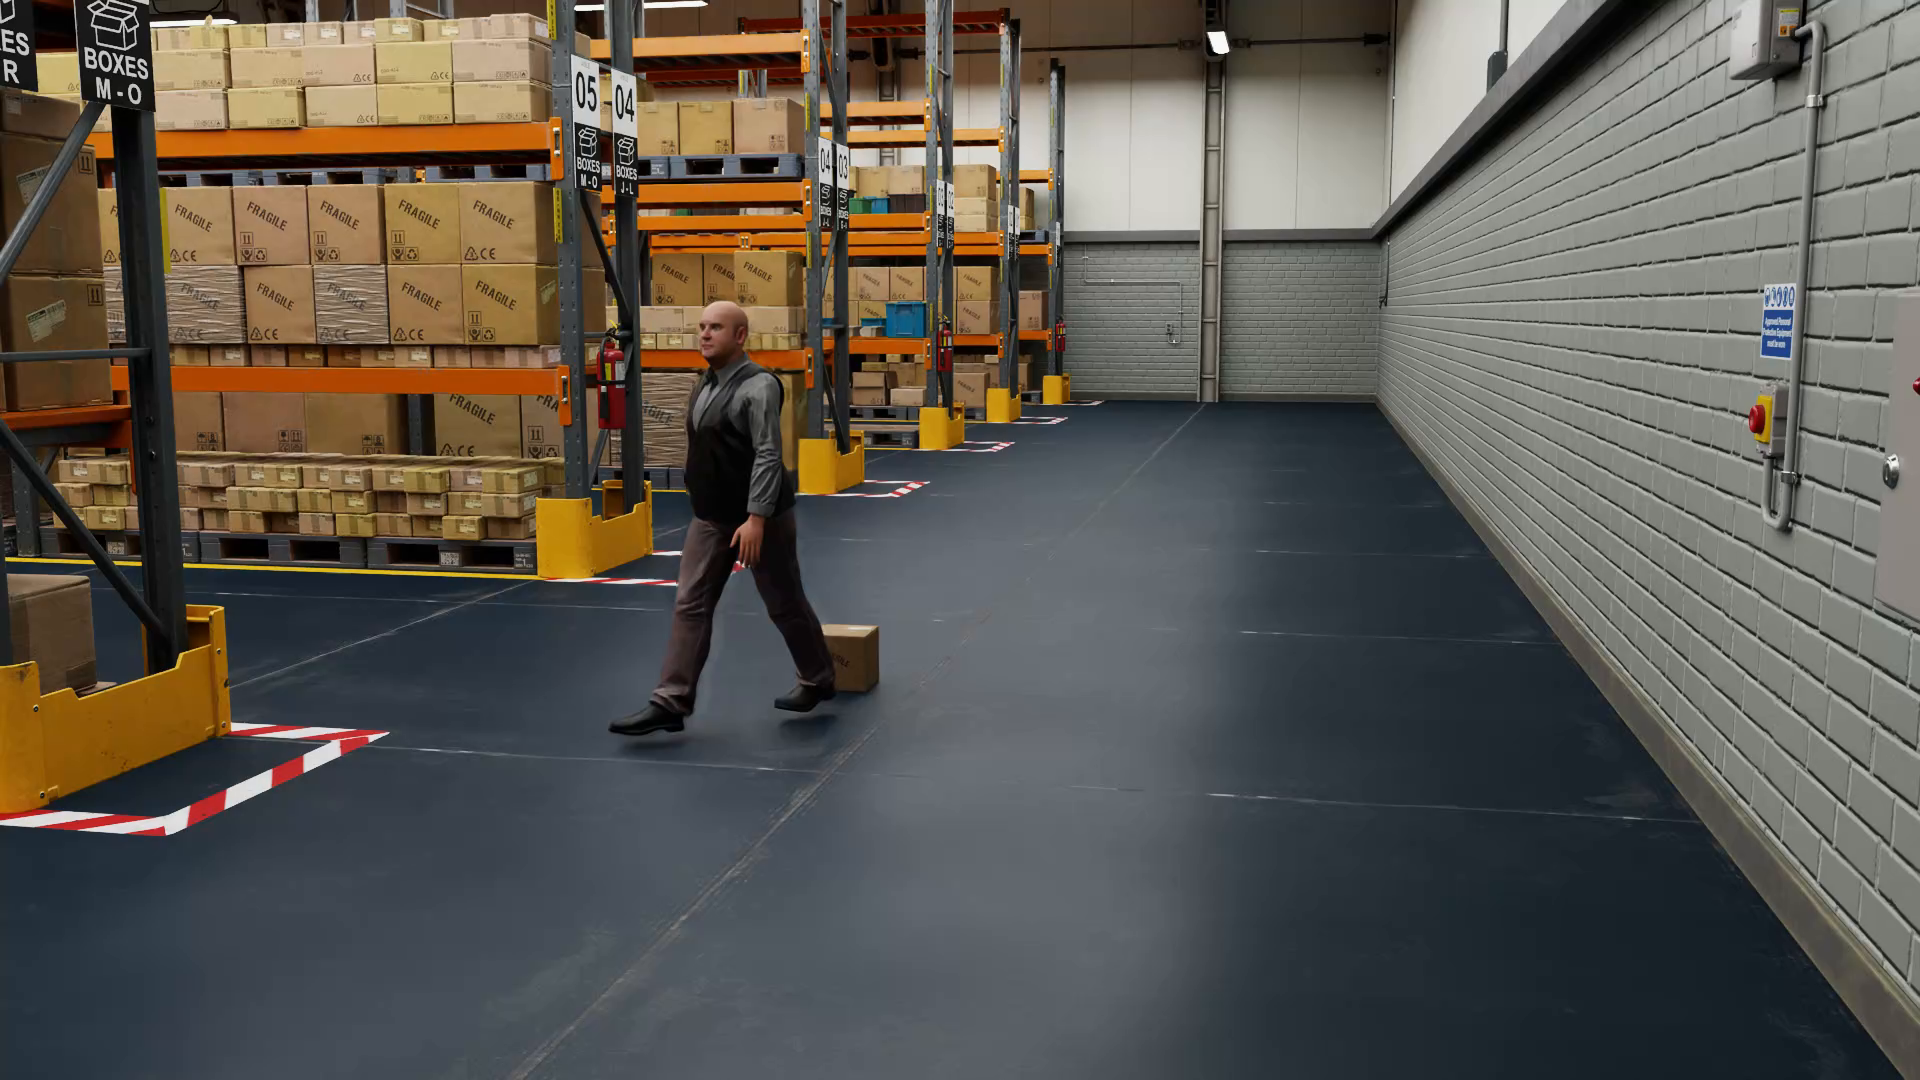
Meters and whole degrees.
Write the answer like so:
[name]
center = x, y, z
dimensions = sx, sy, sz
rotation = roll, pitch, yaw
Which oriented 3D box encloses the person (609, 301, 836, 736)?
[person]
center = -0.863, -0.094, 6.492
dimensions = 0.565, 1.662, 1.007
rotation = 7, 11, 41
